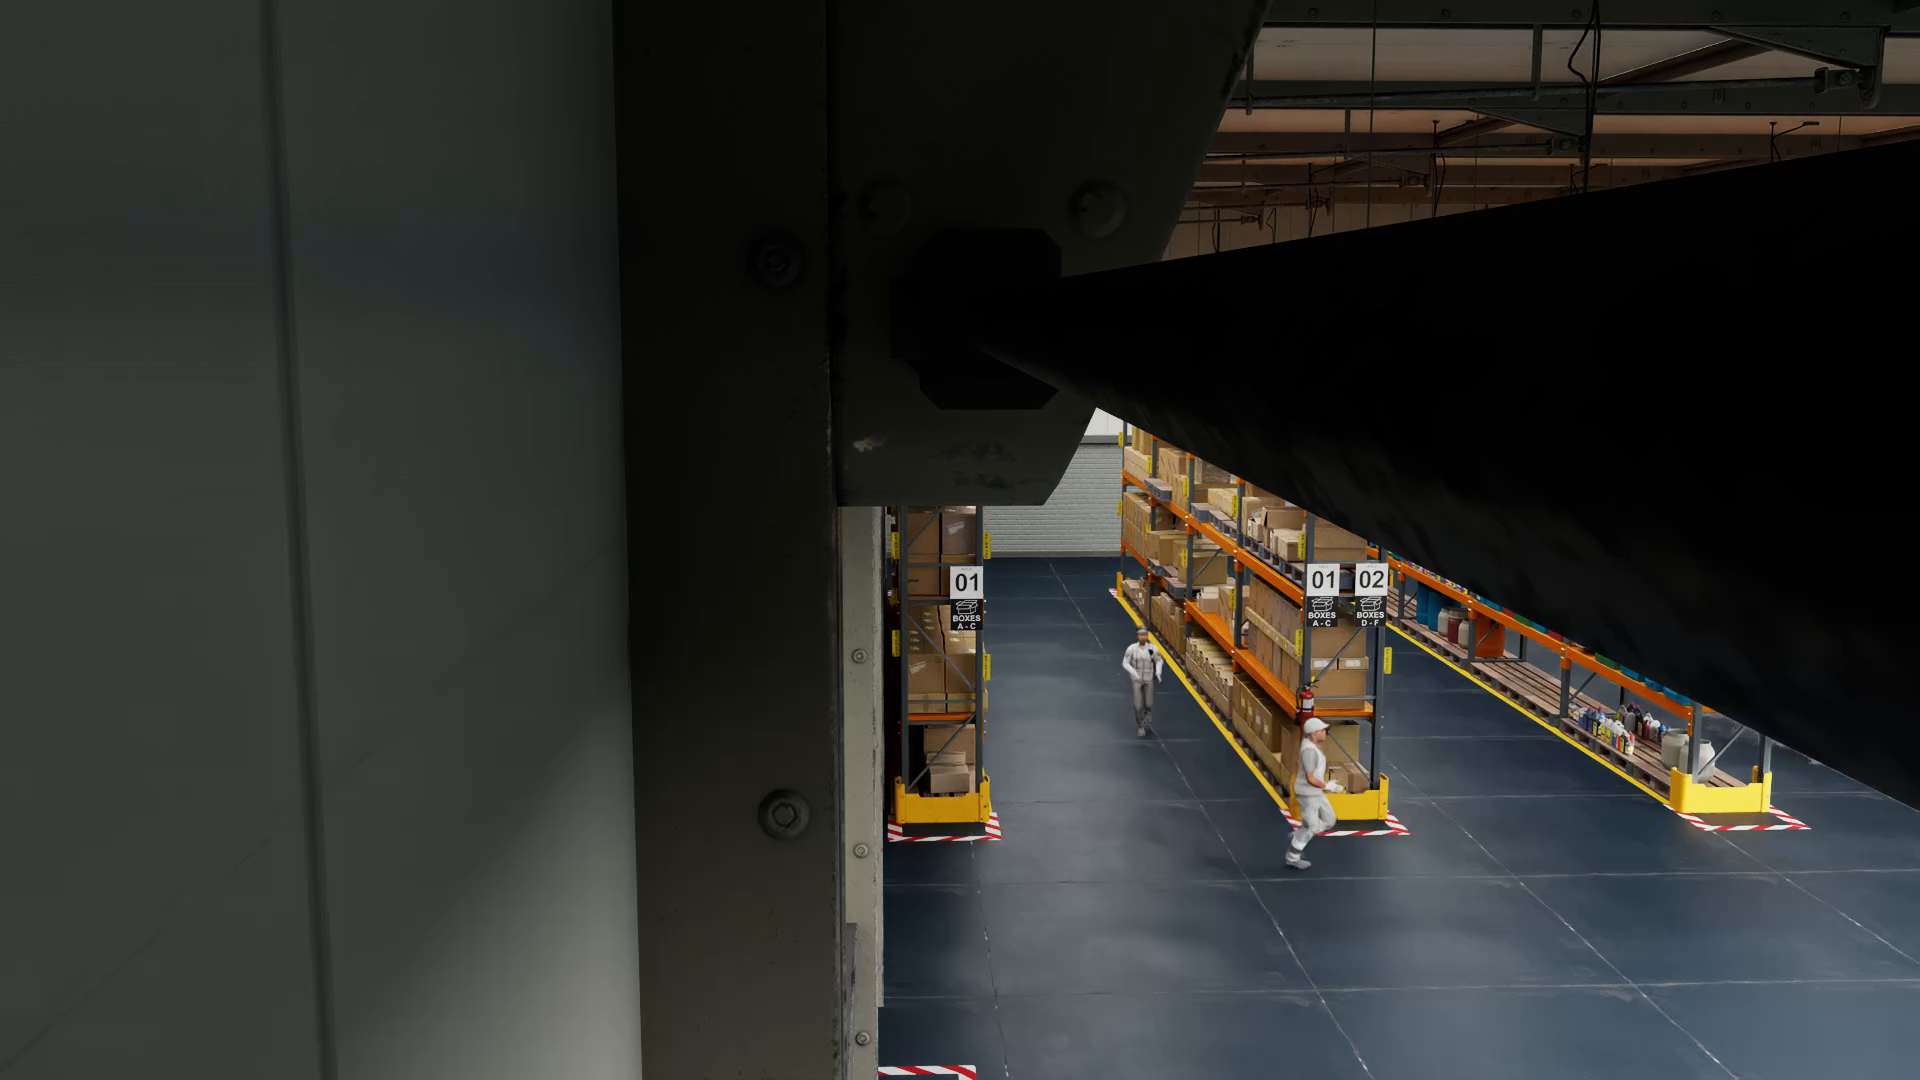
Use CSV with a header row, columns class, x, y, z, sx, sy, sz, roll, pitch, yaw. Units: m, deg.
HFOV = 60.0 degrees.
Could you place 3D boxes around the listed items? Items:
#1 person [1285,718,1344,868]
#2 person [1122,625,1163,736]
class,x,y,z,sx,sy,sz,roll,pitch,yaw
person,4.007,2.845,18.739,0.642,1.735,0.661,3,8,18
person,2.708,2.076,24.611,0.612,1.653,0.542,0,8,2
